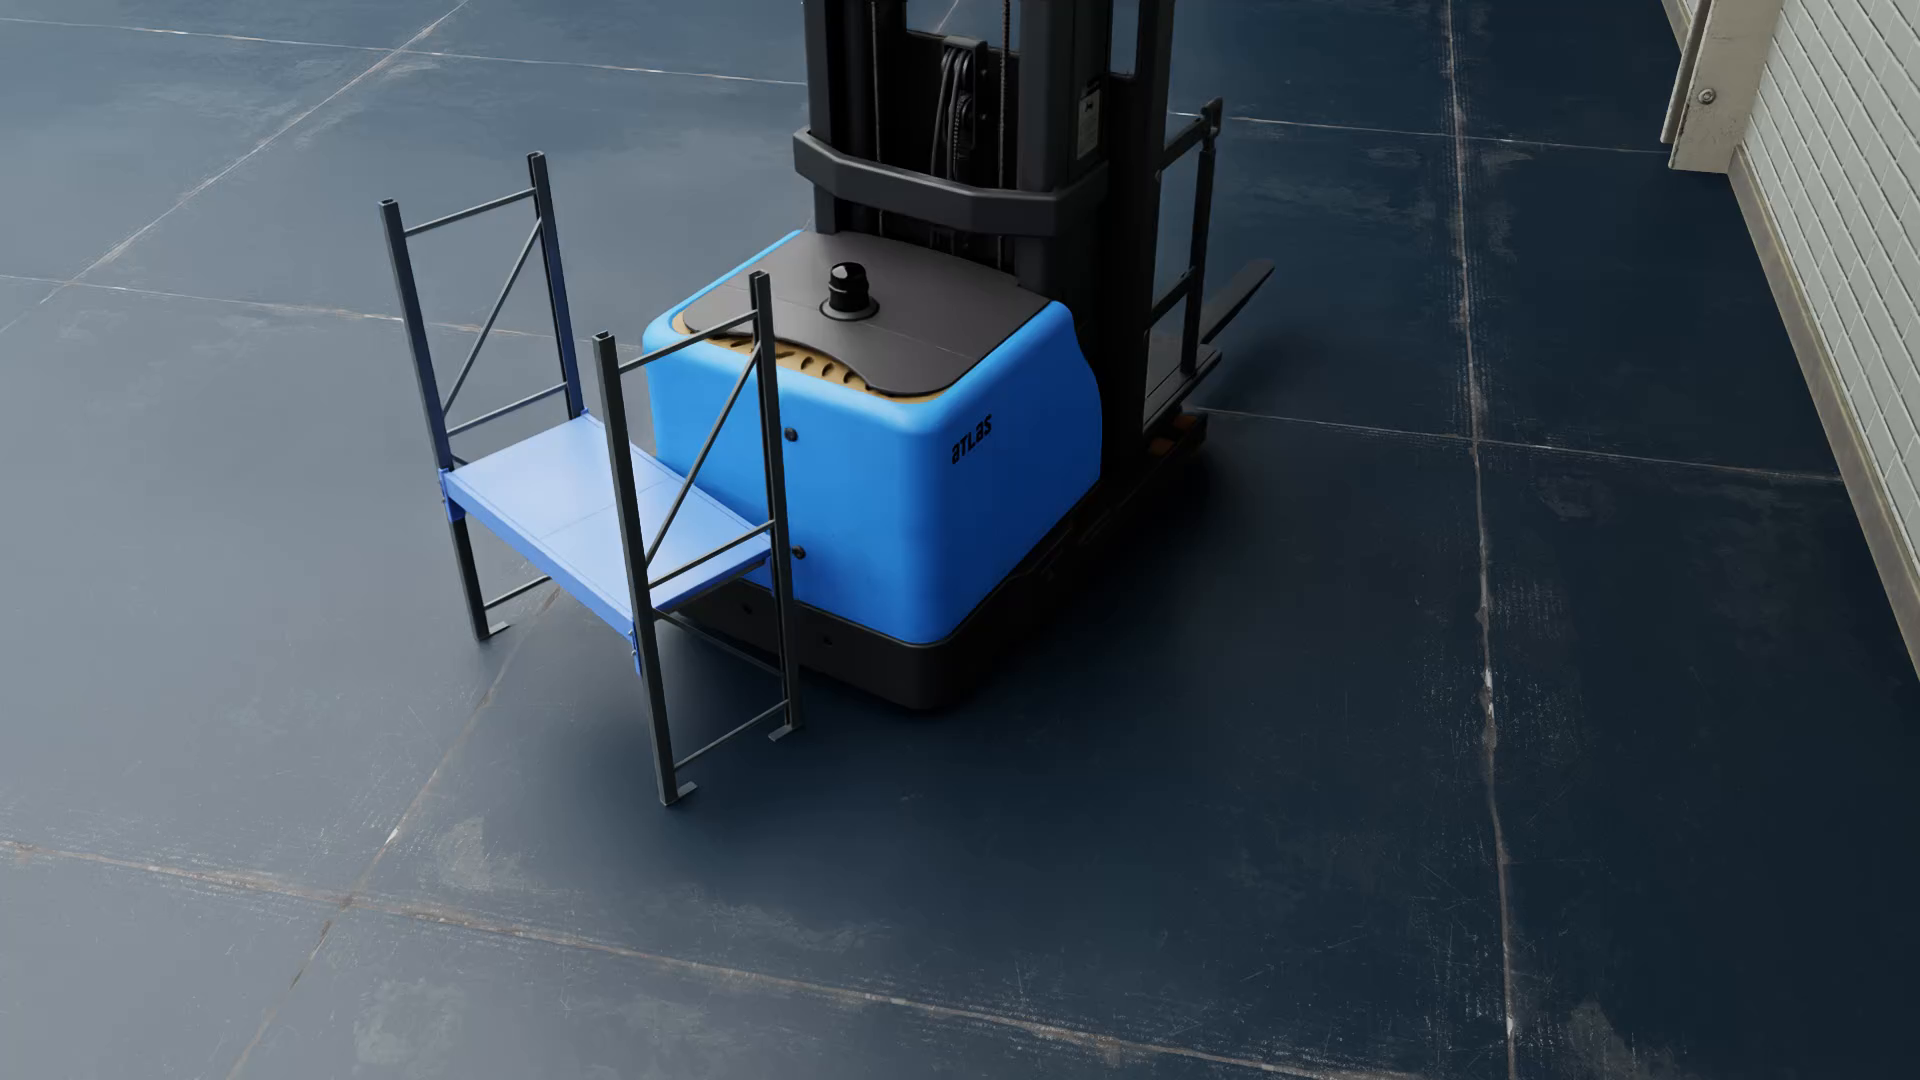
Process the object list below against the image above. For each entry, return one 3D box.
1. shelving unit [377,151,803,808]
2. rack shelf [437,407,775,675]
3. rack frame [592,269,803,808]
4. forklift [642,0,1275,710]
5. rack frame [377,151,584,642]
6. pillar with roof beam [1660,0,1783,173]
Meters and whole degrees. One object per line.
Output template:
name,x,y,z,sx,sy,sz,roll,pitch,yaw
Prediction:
shelving unit,-1.013,-0.173,4.711,0.538,1.500,1.048,-29,45,-34
rack shelf,-1.013,-0.028,4.817,0.538,0.185,1.000,-29,45,-34
rack frame,-0.661,0.042,4.414,0.500,1.500,0.032,-29,45,-34
forklift,0.259,-1.521,5.351,1.130,2.935,3.031,19,40,25
rack frame,-1.364,-0.389,5.009,0.500,1.500,0.032,-29,45,-34
pillar with roof beam,-0.466,-6.134,6.545,9.100,9.000,0.400,7,37,10
